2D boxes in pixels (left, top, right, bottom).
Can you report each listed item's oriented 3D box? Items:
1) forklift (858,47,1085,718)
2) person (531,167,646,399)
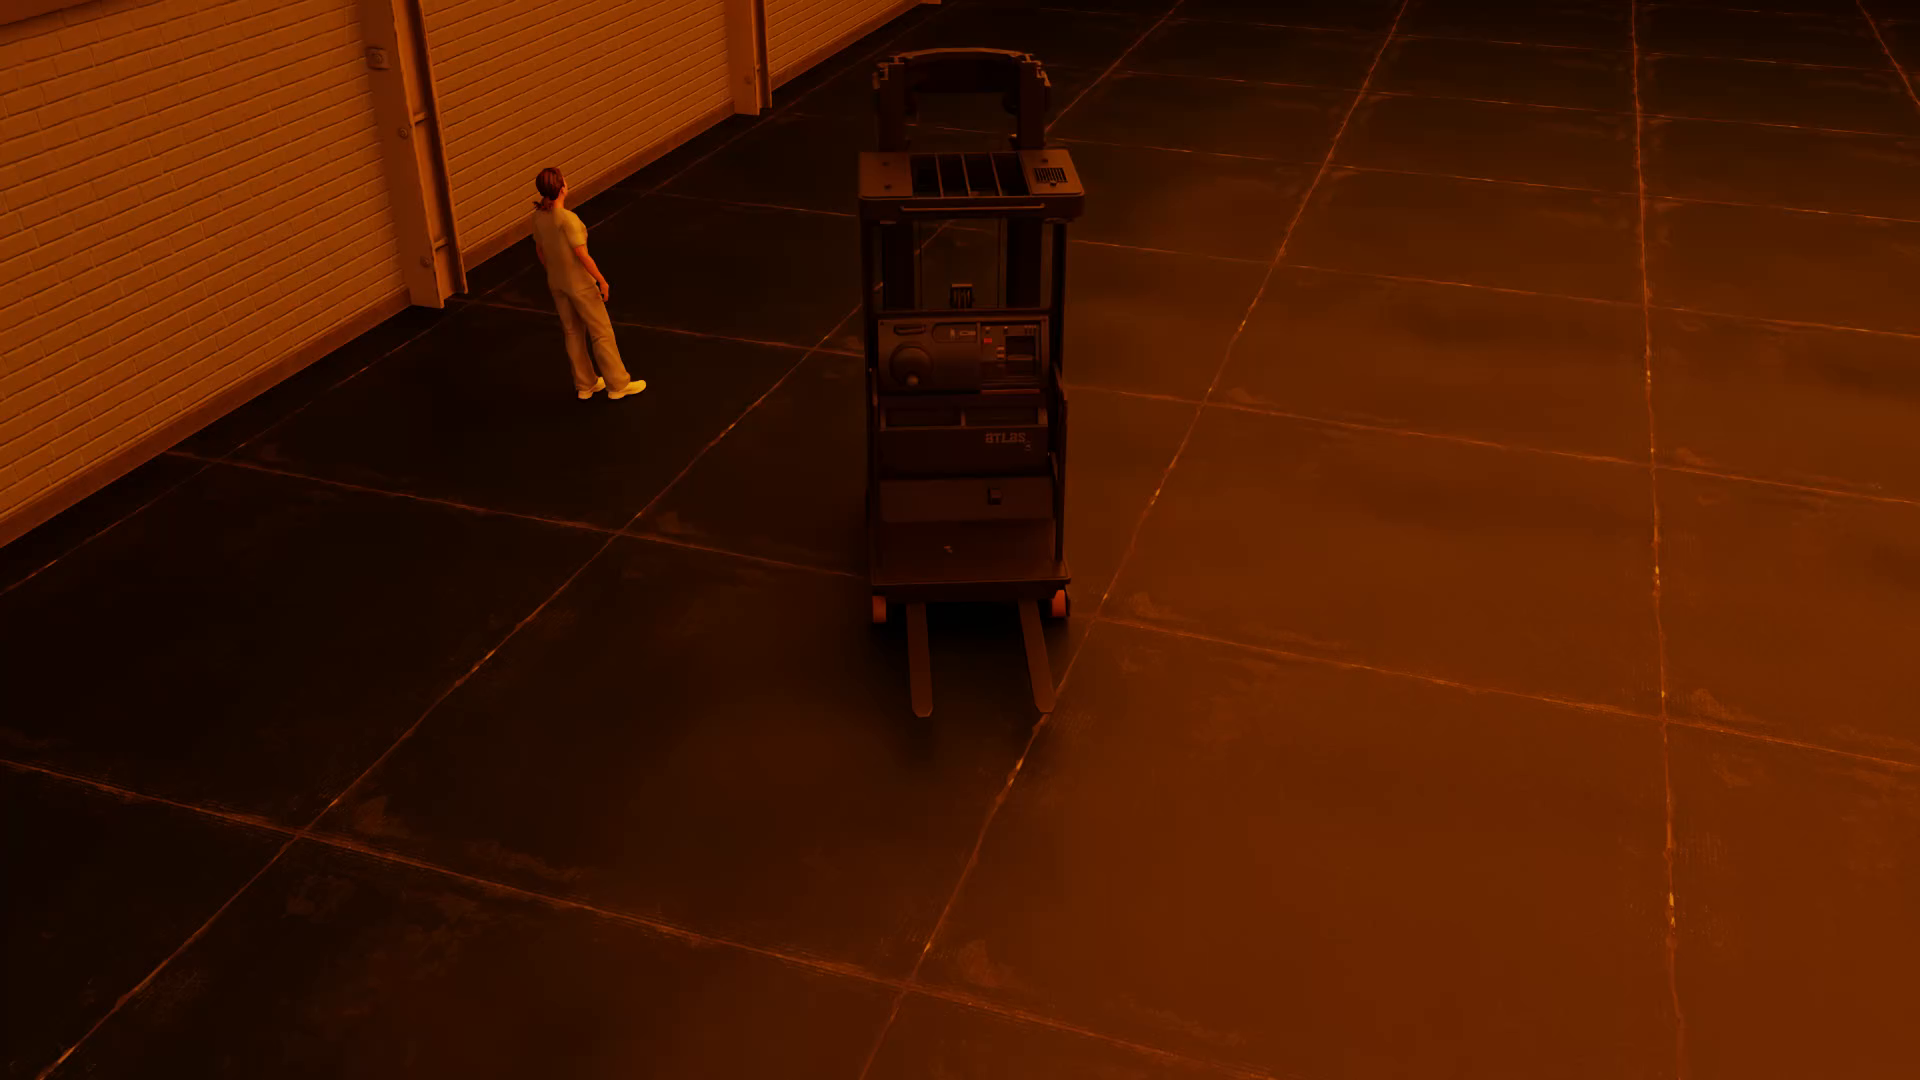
[{"bbox_3d":[0.035,-0.972,8.842,1.130,2.935,3.031,-2,30,-3],"label":"forklift"},{"bbox_3d":[-2.621,-1.782,11.515,0.548,1.673,0.549,18,34,29],"label":"person"}]
